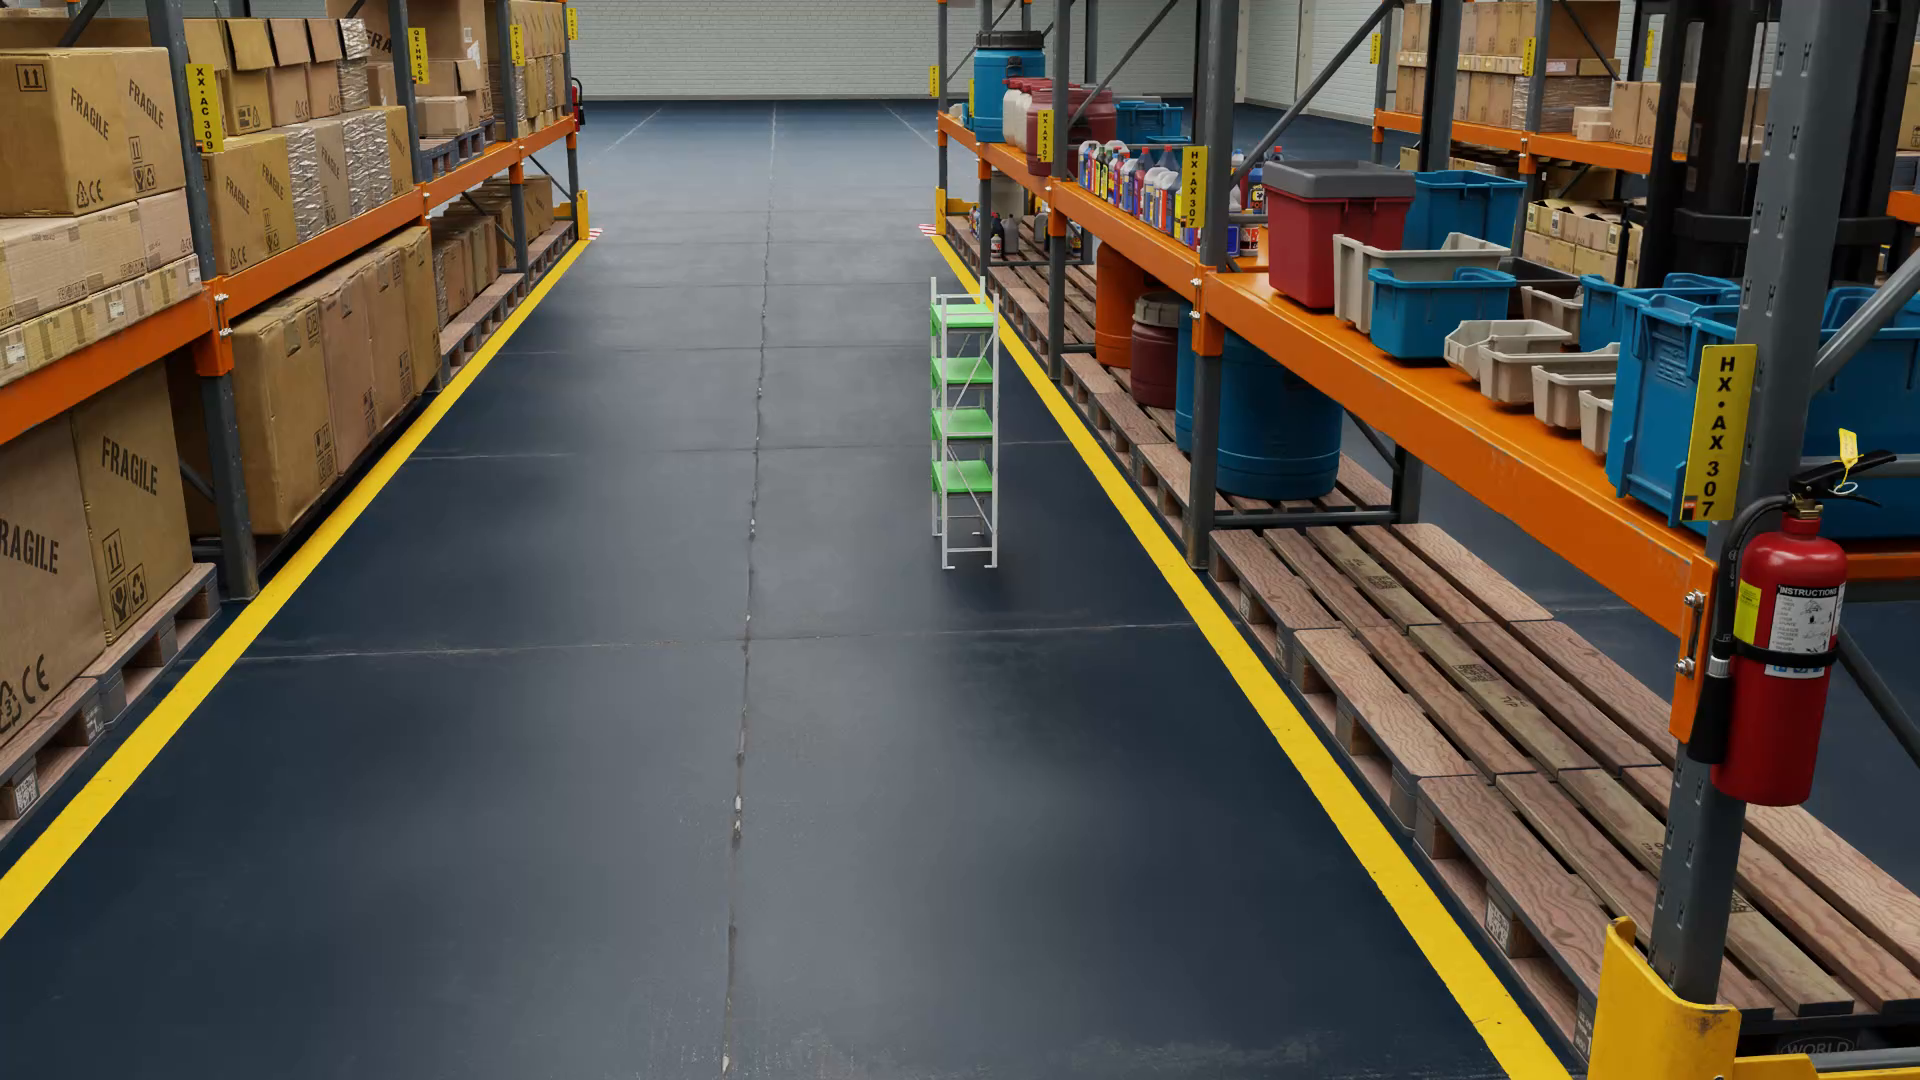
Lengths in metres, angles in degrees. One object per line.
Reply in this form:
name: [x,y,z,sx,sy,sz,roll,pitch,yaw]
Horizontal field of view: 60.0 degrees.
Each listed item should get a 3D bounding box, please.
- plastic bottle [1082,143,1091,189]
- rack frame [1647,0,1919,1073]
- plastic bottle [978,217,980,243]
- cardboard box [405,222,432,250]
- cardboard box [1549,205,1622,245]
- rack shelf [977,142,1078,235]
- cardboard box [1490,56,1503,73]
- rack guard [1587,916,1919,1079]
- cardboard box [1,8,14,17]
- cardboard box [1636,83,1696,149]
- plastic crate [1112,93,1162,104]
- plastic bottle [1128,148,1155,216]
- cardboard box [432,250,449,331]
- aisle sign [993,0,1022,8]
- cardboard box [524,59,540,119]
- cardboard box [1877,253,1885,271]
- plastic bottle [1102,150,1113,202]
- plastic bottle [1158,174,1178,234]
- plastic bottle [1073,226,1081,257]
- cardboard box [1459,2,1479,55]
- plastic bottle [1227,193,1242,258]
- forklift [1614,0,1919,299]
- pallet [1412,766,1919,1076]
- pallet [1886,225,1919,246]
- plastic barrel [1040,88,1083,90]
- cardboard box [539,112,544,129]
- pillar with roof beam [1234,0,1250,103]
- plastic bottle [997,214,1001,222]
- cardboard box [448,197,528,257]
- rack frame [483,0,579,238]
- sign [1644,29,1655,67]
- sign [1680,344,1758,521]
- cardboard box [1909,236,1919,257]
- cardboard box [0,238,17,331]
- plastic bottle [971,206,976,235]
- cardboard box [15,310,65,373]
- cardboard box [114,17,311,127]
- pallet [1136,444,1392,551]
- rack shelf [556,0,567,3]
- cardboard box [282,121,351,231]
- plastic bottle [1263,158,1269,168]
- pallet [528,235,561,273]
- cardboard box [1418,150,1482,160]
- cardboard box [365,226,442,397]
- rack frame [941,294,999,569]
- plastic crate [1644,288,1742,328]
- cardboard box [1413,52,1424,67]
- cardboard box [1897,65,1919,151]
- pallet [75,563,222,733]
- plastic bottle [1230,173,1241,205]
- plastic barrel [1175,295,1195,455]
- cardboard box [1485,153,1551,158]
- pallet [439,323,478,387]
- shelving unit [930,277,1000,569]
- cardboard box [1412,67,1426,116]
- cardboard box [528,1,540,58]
plastic bottle: [0.799,-2.283,10.156,0.097,0.271,0.097,0,17,0]
rack frame: [1.913,-0.135,3.100,0.949,2.616,0.053,-2,18,-6]
plastic bottle: [0.259,-3.006,16.056,0.152,0.276,0.135,-1,17,-5]
cardboard box: [-3.999,-2.097,11.536,0.500,0.250,0.500,0,17,1]
cardboard box: [5.447,-2.738,14.345,0.500,0.311,0.500,-2,18,-6]
rack shelf: [0.885,-2.771,12.698,1.077,0.370,4.000,-2,18,-6]
cardboard box: [5.284,-4.524,15.829,0.380,0.149,0.250,-2,18,-6]
rack guard: [1.932,1.064,3.453,1.175,0.500,0.348,-2,18,-6]
cardboard box: [-9.534,-4.769,15.807,0.875,0.550,0.550,-2,18,-6]
cardboard box: [5.775,-3.375,13.251,0.500,0.500,0.500,-2,18,-6]
plastic crate: [1.229,-3.040,12.246,0.402,0.464,0.583,-2,18,-6]
plastic bottle: [0.970,-1.895,8.789,0.144,0.351,0.185,-2,18,-6]
cardboard box: [-3.994,-1.747,11.672,0.700,0.500,0.500,-3,18,-10]
aisle sign: [0.554,-6.173,17.992,0.394,0.787,0.004,-2,18,-6]
cardboard box: [-4.249,-4.033,14.852,0.875,0.500,0.500,-2,18,-6]
cardboard box: [6.256,-1.992,11.967,0.500,0.311,0.500,-1,17,-4]
plastic bottle: [0.854,-2.076,9.477,0.061,0.283,0.133,-2,18,-6]
plastic bottle: [1.052,-1.634,8.082,0.152,0.276,0.135,-2,18,-6]
plastic bottle: [1.082,-2.727,15.176,0.097,0.271,0.097,0,17,0]
cardboard box: [5.398,-5.110,16.612,0.700,0.500,0.500,-2,18,-6]
plastic bottle: [1.141,-1.375,7.257,0.152,0.276,0.135,-2,18,-6]
forklift: [4.041,-1.814,8.560,1.130,2.935,3.031,2,18,6]
pallet: [1.870,0.948,4.304,1.003,0.211,1.213,-2,18,-6]
pallet: [10.299,-3.249,17.675,1.003,0.211,1.213,-2,18,-6]
plastic barrel: [0.729,-2.997,12.030,0.421,0.512,0.421,0,17,0]
cardboard box: [-4.139,-3.957,15.694,0.380,0.149,0.250,-2,18,-6]
pillar with roof beam: [3.676,-16.694,45.827,9.100,9.000,0.400,-2,18,-6]
plastic bottle: [0.372,-2.972,15.935,0.061,0.283,0.133,-2,18,-6]
cardboard box: [-4.316,-2.856,15.239,0.500,0.500,0.500,4,18,12]
rack frame: [-4.661,-4.749,17.797,1.000,3.000,0.127,-2,18,-6]
sign: [6.145,-4.397,14.873,0.100,0.325,0.005,-2,18,-6]
sign: [1.371,-0.191,3.006,0.100,0.325,0.005,-2,18,-6]
cardboard box: [6.358,-1.758,10.455,0.500,0.250,0.500,-1,17,-4]
cardboard box: [-2.959,-0.664,4.537,0.500,0.250,0.500,-2,18,-7]
plastic bottle: [0.148,-3.198,16.657,0.061,0.283,0.133,-1,17,-5]
cardboard box: [-2.933,-0.591,4.970,0.380,0.149,0.250,-2,18,-7]
cardboard box: [-3.636,-2.280,8.090,0.797,0.503,0.637,-1,17,-4]
pallet: [1.466,-0.228,8.050,1.003,0.211,1.213,-2,18,-6]
rack shelf: [-4.454,-5.241,15.557,1.077,0.370,4.000,-2,18,-6]
cardboard box: [-3.384,-1.819,8.297,0.500,0.500,0.500,-1,17,-5]
plastic bottle: [1.647,-1.919,8.975,0.061,0.283,0.133,-2,18,-6]
pallet: [-4.481,-2.790,16.213,1.003,0.211,1.213,-2,18,-6]
cardboard box: [5.145,-3.836,17.526,0.500,0.500,0.500,-2,18,-6]
cardboard box: [-3.785,-1.346,9.803,1.225,0.875,0.875,-3,18,-8]
rack frame: [0.042,-0.450,7.109,0.240,1.200,0.015,-2,18,-6]
plastic crate: [2.082,-0.560,4.632,0.416,0.233,0.300,-2,18,-6]
cardboard box: [5.074,-5.135,17.775,0.380,0.149,0.250,-2,18,-5]
cardboard box: [6.195,-2.735,10.512,0.700,0.500,0.500,-8,19,-24]
pallet: [-3.422,0.385,6.097,1.003,0.211,1.213,-2,18,-6]
plastic bottle: [1.227,-1.572,7.758,0.144,0.351,0.185,-2,18,-6]
plastic barrel: [1.391,-0.900,8.337,0.600,0.901,0.708,-2,18,-6]
cardboard box: [5.713,-3.703,17.103,0.500,0.500,0.500,-2,18,-6]
pallet: [-3.915,-1.268,11.364,1.003,0.211,1.213,-2,18,-6]
shelving unit: [0.017,-0.523,7.340,0.258,1.200,0.503,-2,18,-6]
cardboard box: [5.288,-4.806,17.811,0.700,0.500,0.500,-1,17,-4]
cardboard box: [-4.146,-4.664,15.192,0.500,0.500,0.500,-2,18,-6]
